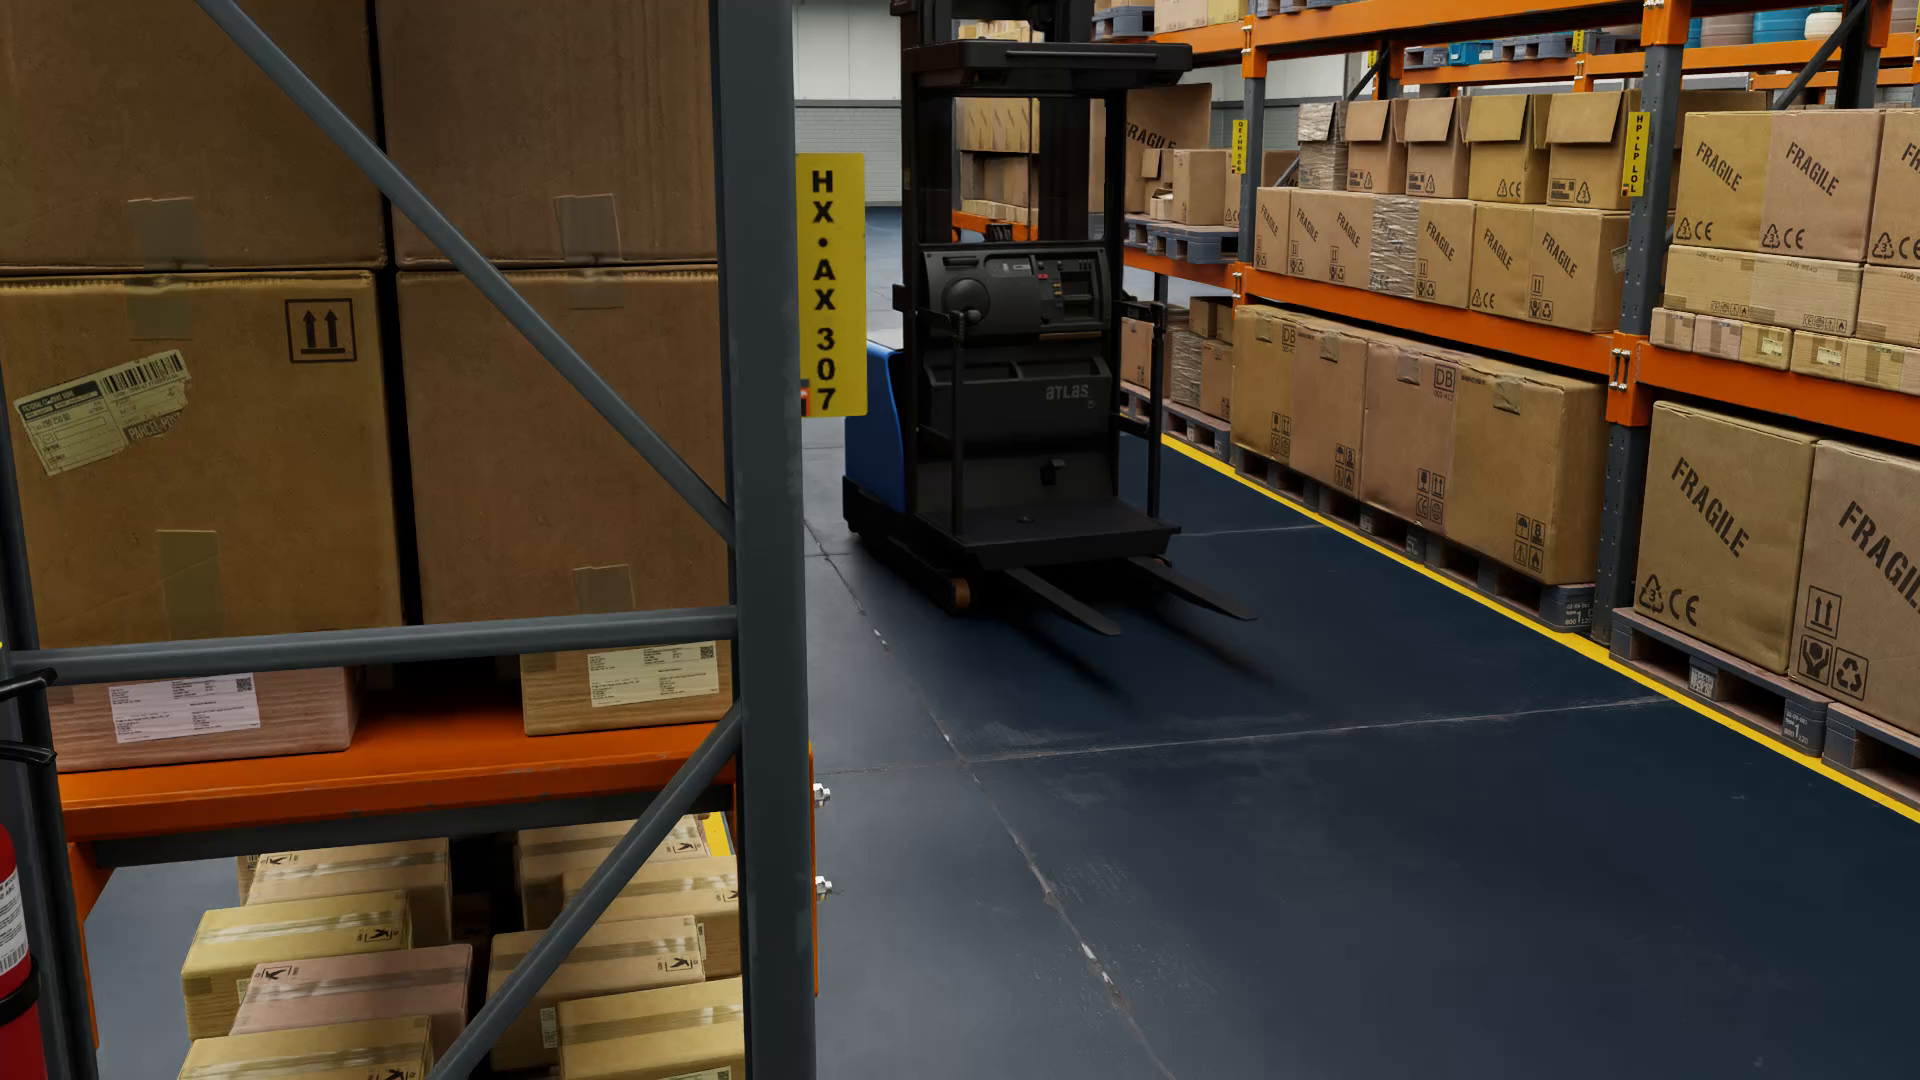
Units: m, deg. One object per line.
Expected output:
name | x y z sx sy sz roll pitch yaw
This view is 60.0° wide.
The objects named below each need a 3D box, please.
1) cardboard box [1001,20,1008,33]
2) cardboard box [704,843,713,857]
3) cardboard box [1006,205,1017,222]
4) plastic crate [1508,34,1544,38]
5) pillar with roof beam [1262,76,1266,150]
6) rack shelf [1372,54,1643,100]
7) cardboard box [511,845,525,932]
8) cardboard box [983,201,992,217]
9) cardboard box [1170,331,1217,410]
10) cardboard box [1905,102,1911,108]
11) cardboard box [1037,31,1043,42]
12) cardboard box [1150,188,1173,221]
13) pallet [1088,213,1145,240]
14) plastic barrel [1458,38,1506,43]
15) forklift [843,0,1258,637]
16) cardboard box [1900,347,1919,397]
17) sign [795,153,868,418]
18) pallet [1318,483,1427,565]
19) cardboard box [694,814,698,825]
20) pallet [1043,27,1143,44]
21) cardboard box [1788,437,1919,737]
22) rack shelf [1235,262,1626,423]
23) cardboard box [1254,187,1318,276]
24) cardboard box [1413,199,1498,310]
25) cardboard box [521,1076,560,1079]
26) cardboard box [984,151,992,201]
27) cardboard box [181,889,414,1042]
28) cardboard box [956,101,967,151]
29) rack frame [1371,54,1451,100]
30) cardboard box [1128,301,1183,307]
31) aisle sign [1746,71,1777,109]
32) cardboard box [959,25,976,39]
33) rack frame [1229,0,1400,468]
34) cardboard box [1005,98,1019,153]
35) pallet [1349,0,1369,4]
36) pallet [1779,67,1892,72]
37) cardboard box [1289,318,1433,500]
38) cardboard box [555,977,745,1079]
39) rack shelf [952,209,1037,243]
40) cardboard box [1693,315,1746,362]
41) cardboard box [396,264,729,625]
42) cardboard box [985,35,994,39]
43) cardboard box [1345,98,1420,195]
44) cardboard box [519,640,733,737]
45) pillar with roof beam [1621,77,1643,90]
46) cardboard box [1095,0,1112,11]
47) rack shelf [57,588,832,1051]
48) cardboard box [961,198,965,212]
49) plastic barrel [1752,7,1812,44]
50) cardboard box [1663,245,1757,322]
cardboard box | 0.609 -4.953 16.034 0.380 0.149 0.250 -3 14 -14
cardboard box | -0.792 0.885 4.108 0.380 0.149 0.250 -4 14 -16
cardboard box | 0.658 -3.143 16.002 0.380 0.149 0.250 -3 14 -13
plastic crate | 5.948 -5.110 17.238 0.392 0.384 0.575 -3 14 -13
pillar with roof beam | 4.612 -14.118 47.754 9.100 9.000 0.400 -3 14 -13
rack shelf | 5.677 -4.730 17.164 1.077 0.370 4.000 -3 14 -13
cardboard box | -0.830 0.798 3.834 0.380 0.149 0.250 -4 14 -16
cardboard box | 0.443 -3.375 16.951 0.380 0.149 0.250 -3 14 -13
cardboard box | 1.952 -1.243 12.033 0.700 0.500 0.500 -5 14 -18
cardboard box | 10.615 -4.449 17.875 0.700 0.500 0.500 -3 14 -13
cardboard box | 0.972 -4.360 14.449 0.500 0.250 0.500 -3 14 -11
cardboard box | 1.618 -2.471 12.119 0.396 0.266 0.258 -4 14 -15
pallet | 1.371 -2.608 13.684 1.003 0.211 1.213 -3 14 -13
plastic barrel | 5.599 -5.581 17.848 0.600 0.588 0.600 0 14 0
forklift | 0.355 -1.201 7.667 1.130 2.935 3.031 -5 15 -20
cardboard box | 3.262 -0.532 5.313 0.380 0.149 0.250 -3 14 -13
sign | -0.167 -0.315 2.070 0.100 0.325 0.005 -3 14 -13
pallet | 2.667 -0.141 9.059 1.003 0.211 1.213 -3 14 -13
cardboard box | -0.798 0.649 3.819 0.380 0.149 0.250 -3 14 -11
pallet | 1.374 -4.103 13.476 1.213 0.211 1.003 -3 14 -13
cardboard box | 3.500 0.153 5.573 0.875 0.875 0.875 -3 14 -13
rack shelf | 2.742 -1.152 8.836 1.077 0.370 4.000 -3 14 -13
cardboard box | 2.122 -1.884 10.107 0.500 0.500 0.500 -3 14 -12
cardboard box | 2.597 -1.416 8.191 0.500 0.500 0.500 -3 14 -14
cardboard box | -0.568 1.037 2.856 0.380 0.149 0.250 -3 14 -11
cardboard box | 0.730 -3.764 17.176 0.875 0.500 0.500 -3 14 -13
cardboard box | -1.252 0.806 3.175 0.380 0.149 0.250 -4 14 -14
cardboard box | 0.257 -4.345 17.446 0.500 0.500 0.500 -3 14 -13
rack frame | 5.207 -4.084 19.324 1.000 3.000 0.127 -3 14 -13
cardboard box | 1.456 -1.742 14.076 0.700 0.500 0.500 -4 14 -18
aisle sign | 9.710 -5.620 20.134 0.394 0.787 0.004 -3 14 -13
cardboard box | 0.200 -5.244 17.228 0.380 0.149 0.250 -3 14 -12
rack frame | 2.272 -1.962 10.639 1.000 3.000 0.127 -3 14 -13
cardboard box | 0.724 -3.883 15.557 0.500 0.500 0.500 -3 14 -13
pallet | 2.740 -2.924 8.655 1.003 0.211 1.213 -3 14 -11
pallet | 10.164 -5.609 19.431 1.003 0.211 1.213 -3 14 -13
cardboard box | 2.616 -0.768 9.342 1.225 0.875 0.875 -3 14 -13
cardboard box | -0.487 0.888 2.839 0.380 0.149 0.250 -4 14 -16
rack shelf | 0.863 -2.997 16.390 1.077 0.370 4.000 -3 14 -13
cardboard box | 3.019 -0.770 6.289 0.380 0.149 0.250 -4 14 -15
cardboard box | -0.531 -0.176 2.489 0.500 0.500 0.500 -3 14 -11
cardboard box | 0.495 -4.834 16.387 0.500 0.250 0.500 -3 14 -13
cardboard box | 2.578 -2.178 9.199 0.797 0.503 0.637 -3 14 -12
cardboard box | -0.452 0.165 2.460 0.380 0.149 0.250 -3 14 -14
pillar with roof beam | 8.840 -9.966 30.757 9.100 9.000 0.400 -3 14 -13
cardboard box | 1.347 -4.483 13.532 0.797 0.503 0.637 -4 14 -16
rack shelf | -1.164 0.024 4.023 1.077 0.370 4.000 -3 14 -13
cardboard box | 0.228 -3.607 17.900 0.380 0.149 0.250 -3 14 -13
plastic barrel | 6.785 -4.455 13.465 0.600 0.901 0.708 -3 14 -13
cardboard box | 3.067 -0.988 6.342 0.500 0.250 0.500 -4 14 -14
